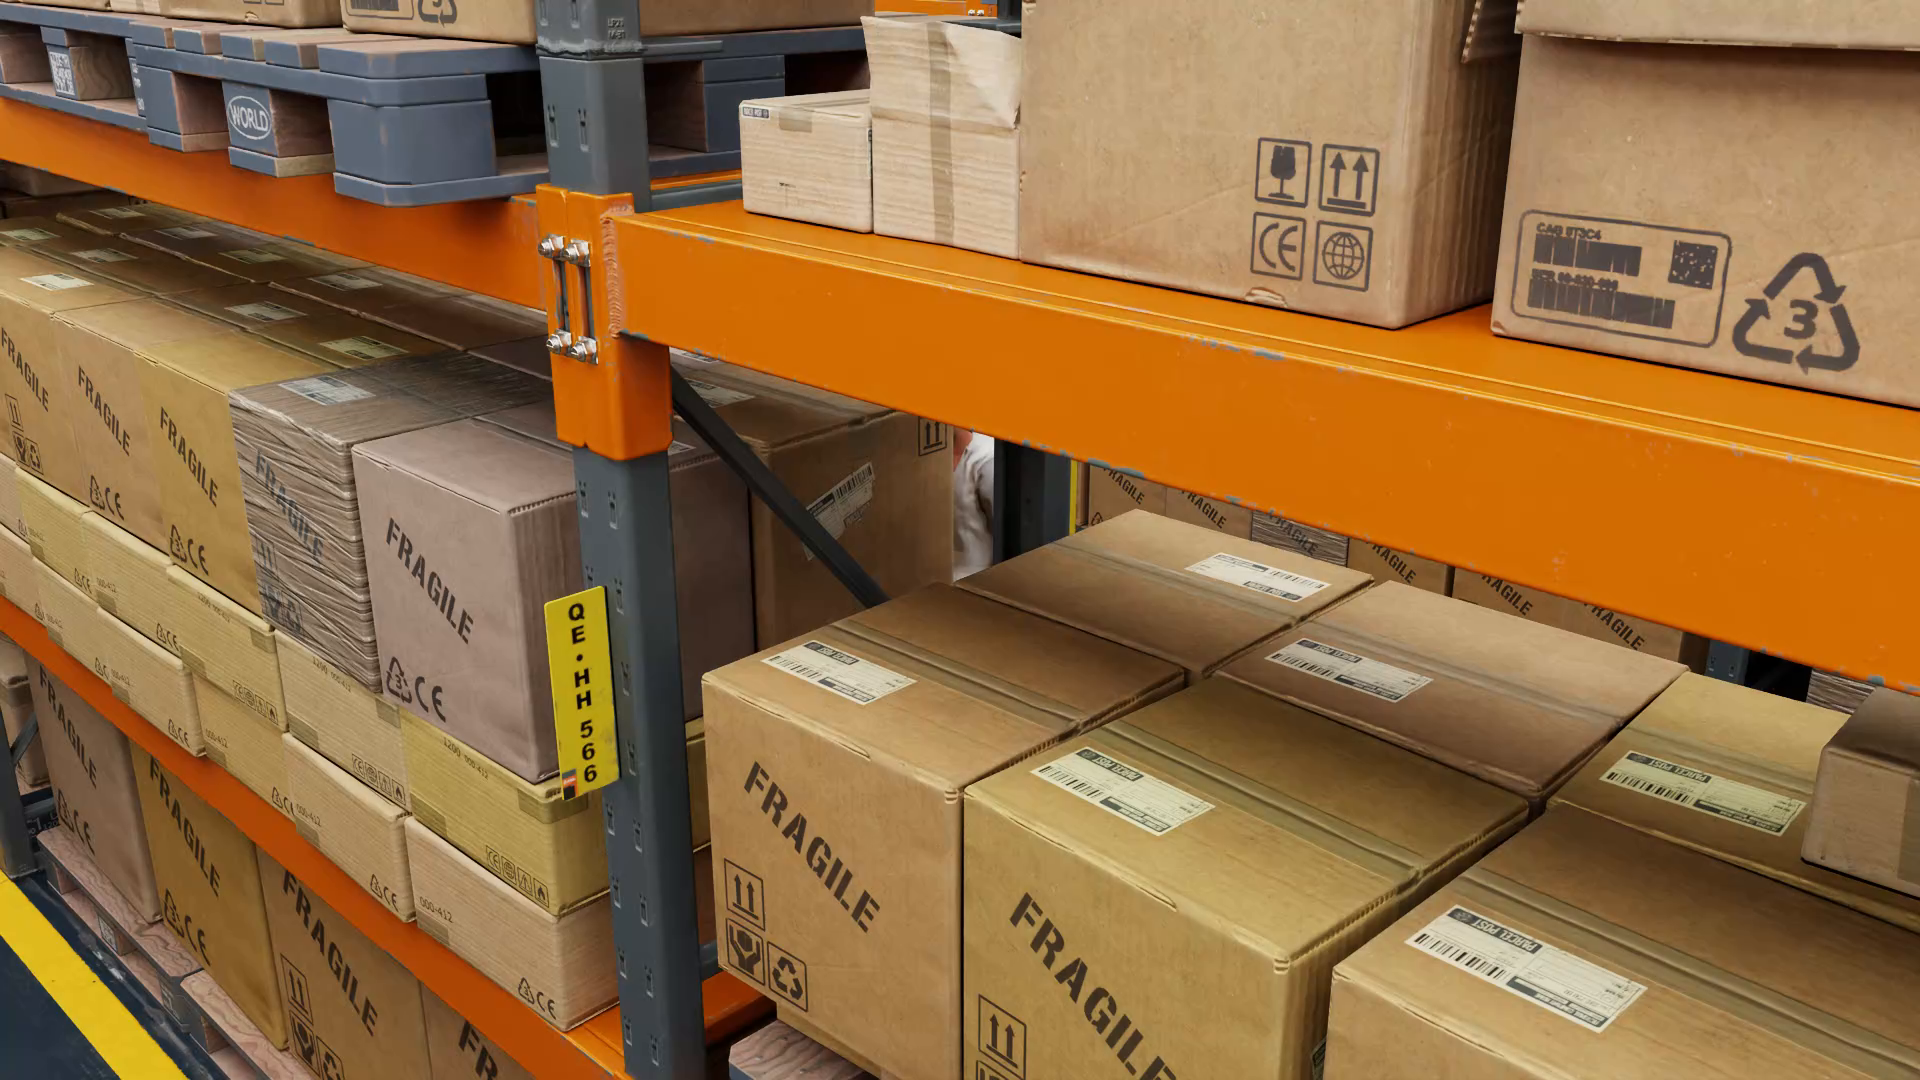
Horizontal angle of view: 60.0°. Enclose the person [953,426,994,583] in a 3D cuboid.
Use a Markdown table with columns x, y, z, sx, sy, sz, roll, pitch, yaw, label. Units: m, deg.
| x | y | z | sx | sy | sz | roll | pitch | yaw | label |
| --- | --- | --- | --- | --- | --- | --- | --- | --- | --- |
| -0.031 | 0.214 | 5.981 | 0.604 | 1.778 | 0.453 | 19 | 27 | 41 | person |
